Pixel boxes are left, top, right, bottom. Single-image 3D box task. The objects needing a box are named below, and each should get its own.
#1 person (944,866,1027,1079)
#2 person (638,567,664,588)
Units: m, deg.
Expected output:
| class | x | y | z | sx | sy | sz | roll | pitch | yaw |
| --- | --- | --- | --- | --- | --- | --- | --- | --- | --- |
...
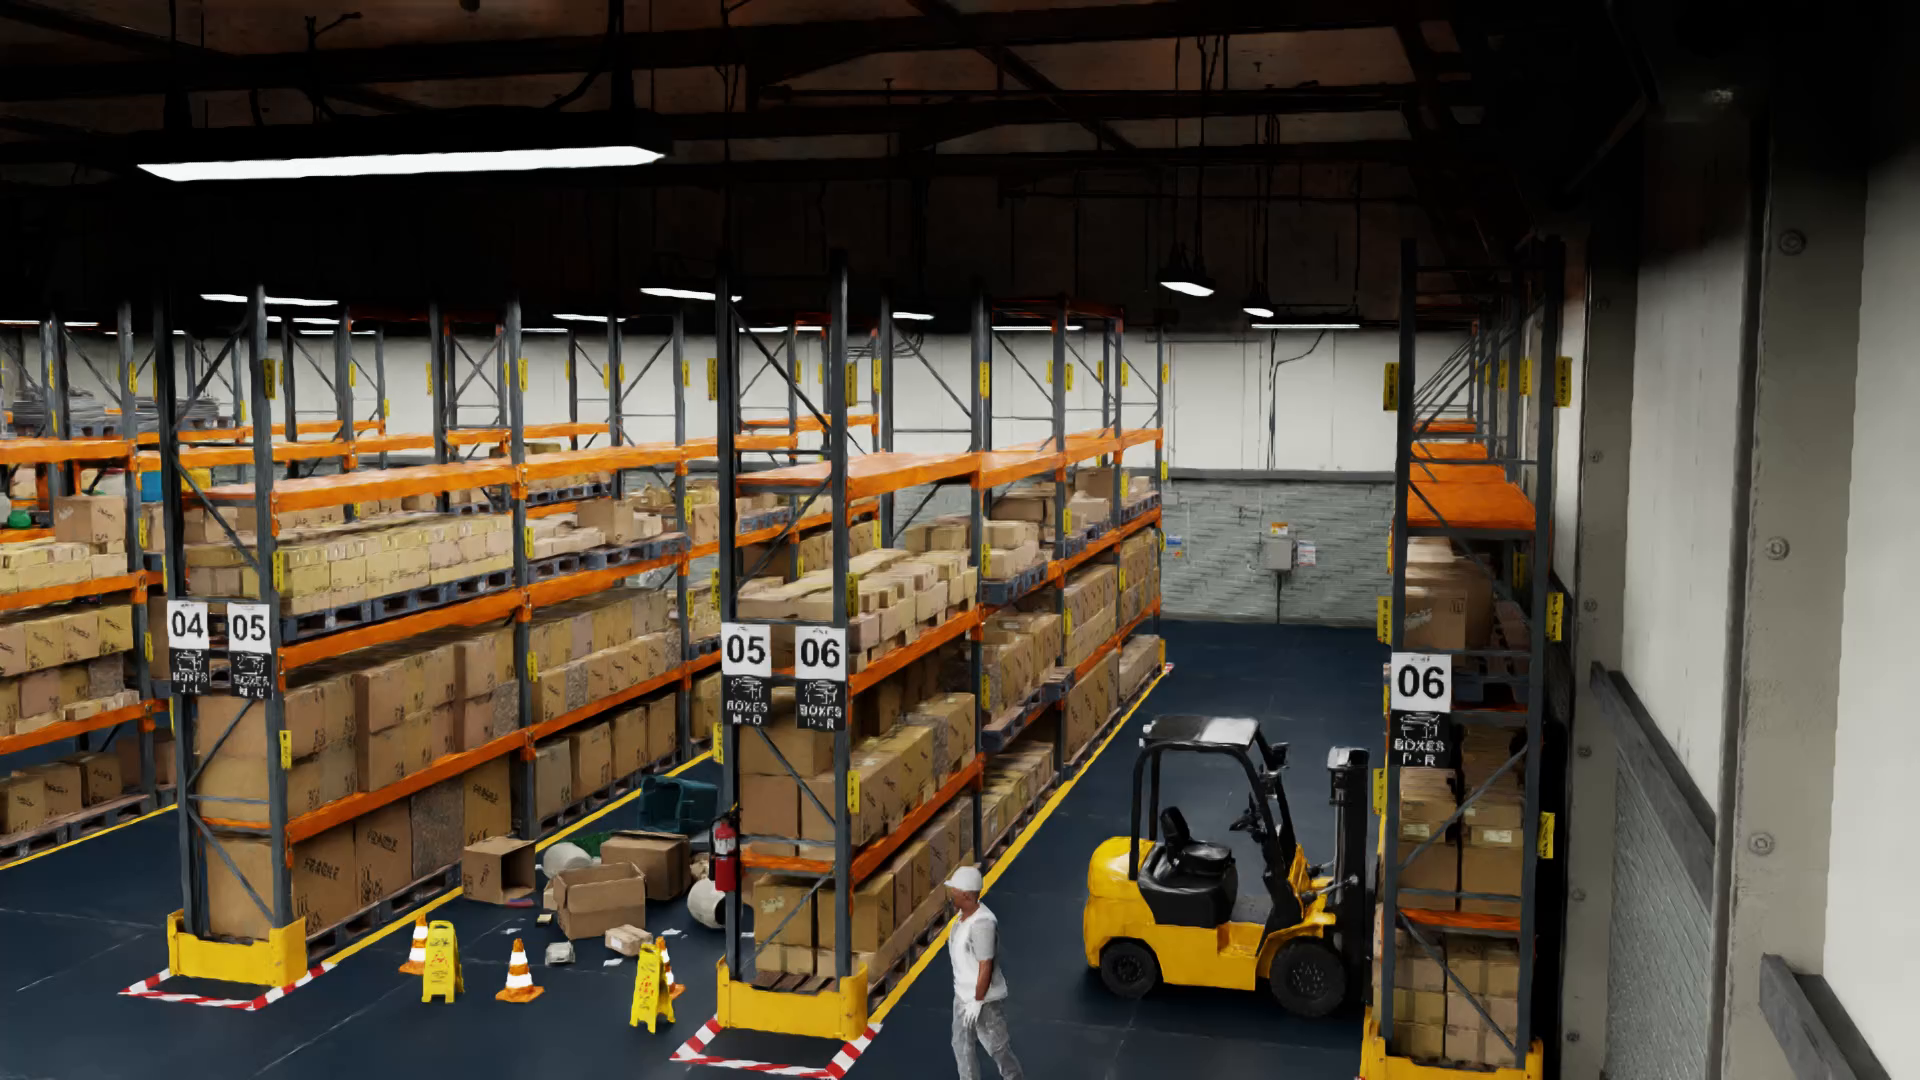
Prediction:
| class | x | y | z | sx | sy | sz | roll | pitch | yaw |
| --- | --- | --- | --- | --- | --- | --- | --- | --- | --- |
| person | 0.154 | 3.096 | 11.346 | 0.623 | 1.782 | 0.579 | -2 | 6 | -17 |
| person | -6.452 | 0.629 | 34.658 | 0.533 | 1.728 | 1.036 | 3 | 7 | 24 |
